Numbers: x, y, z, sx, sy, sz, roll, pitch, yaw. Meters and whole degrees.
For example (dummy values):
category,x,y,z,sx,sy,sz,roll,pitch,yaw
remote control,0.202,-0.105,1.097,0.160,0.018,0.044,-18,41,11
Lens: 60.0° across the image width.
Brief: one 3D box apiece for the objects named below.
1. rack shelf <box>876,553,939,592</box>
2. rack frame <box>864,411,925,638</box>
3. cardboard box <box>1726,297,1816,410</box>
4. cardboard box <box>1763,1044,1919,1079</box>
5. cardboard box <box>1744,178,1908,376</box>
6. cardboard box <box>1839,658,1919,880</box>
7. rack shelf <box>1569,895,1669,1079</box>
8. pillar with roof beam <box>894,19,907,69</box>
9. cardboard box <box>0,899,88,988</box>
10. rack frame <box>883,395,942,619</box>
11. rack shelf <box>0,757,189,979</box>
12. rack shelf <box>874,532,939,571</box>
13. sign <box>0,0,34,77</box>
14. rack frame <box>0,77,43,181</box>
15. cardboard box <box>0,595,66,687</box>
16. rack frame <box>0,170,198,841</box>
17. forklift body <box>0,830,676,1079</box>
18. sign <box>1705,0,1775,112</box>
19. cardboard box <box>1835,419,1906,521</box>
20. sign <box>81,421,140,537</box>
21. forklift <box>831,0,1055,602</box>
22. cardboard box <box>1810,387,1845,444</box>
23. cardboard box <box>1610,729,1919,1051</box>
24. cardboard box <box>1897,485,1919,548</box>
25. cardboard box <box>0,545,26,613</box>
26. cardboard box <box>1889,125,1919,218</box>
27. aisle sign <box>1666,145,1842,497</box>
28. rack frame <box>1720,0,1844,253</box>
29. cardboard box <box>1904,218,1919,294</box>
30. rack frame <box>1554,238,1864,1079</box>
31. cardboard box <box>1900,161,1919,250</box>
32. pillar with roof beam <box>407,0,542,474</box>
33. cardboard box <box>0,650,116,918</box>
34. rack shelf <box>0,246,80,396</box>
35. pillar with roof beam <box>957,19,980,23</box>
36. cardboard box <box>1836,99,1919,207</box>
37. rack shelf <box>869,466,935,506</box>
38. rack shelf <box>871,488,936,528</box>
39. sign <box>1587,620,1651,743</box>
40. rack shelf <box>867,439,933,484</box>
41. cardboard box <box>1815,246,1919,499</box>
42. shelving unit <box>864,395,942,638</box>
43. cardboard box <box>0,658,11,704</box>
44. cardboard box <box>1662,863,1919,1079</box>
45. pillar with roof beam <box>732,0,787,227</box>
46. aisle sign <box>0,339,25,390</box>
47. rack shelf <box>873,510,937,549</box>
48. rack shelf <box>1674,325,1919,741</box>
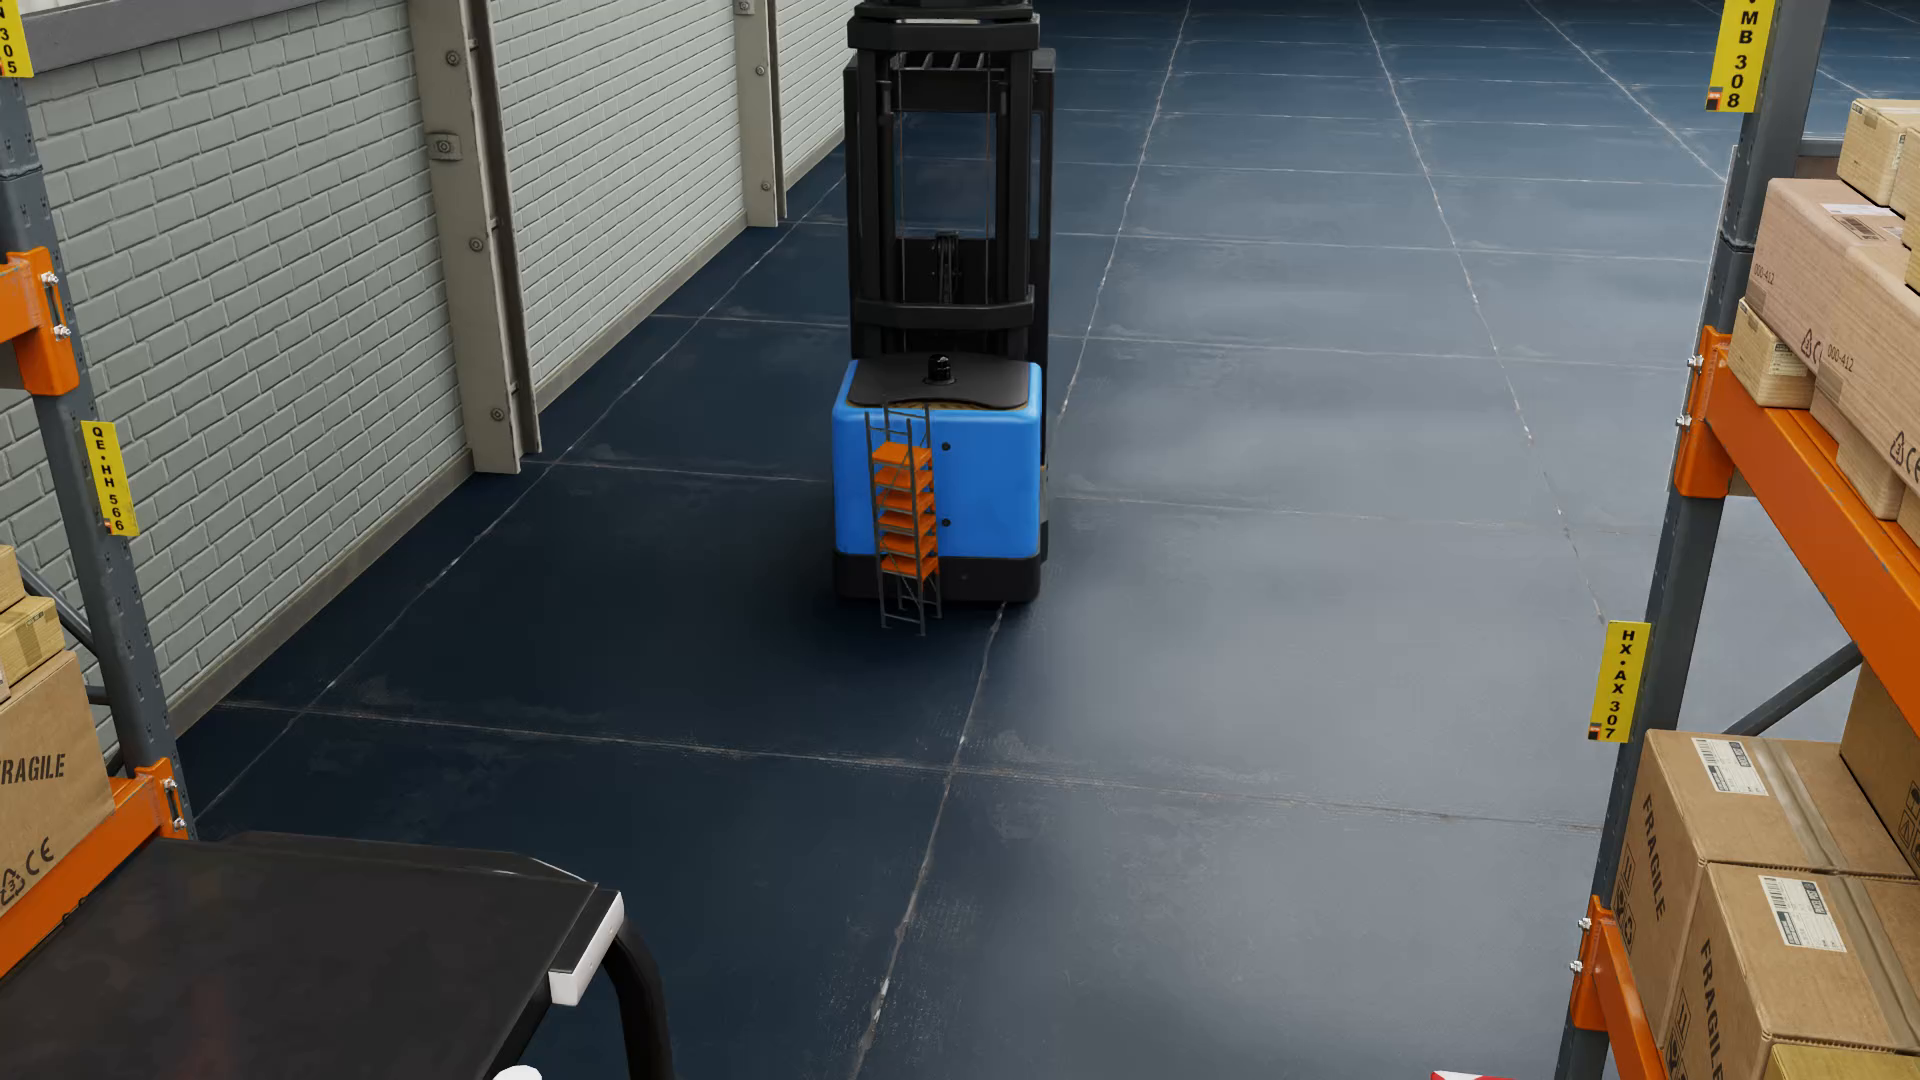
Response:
category,x,y,z,sx,sy,sz,roll,pitch,yaw
rack shelf,-0.255,0.144,8.178,0.258,0.103,0.180,12,33,23
rack frame,-0.307,-0.058,7.964,0.240,1.200,0.006,12,33,23
cardboard box,1.734,-0.359,3.236,0.380,0.149,0.250,4,25,9
cardboard box,1.594,1.199,2.682,0.500,0.500,0.500,4,25,7
cardboard box,1.764,-0.464,2.990,0.500,0.250,0.500,4,25,8
cardboard box,2.241,0.366,3.282,0.700,0.500,0.500,3,25,7
rack shelf,1.782,1.932,2.432,1.077,0.370,4.000,4,25,9
pillar with roof beam,3.397,-9.291,18.484,9.100,9.000,0.400,4,25,9
cardboard box,-2.556,1.244,4.623,0.500,0.250,0.500,5,26,10
rack frame,-0.228,-0.144,8.105,0.240,1.200,0.006,12,33,23
rack shelf,-3.116,1.590,3.164,1.077,0.370,4.000,4,25,9
rack shelf,-0.260,0.040,8.118,0.258,0.103,0.180,12,33,23
sign,-2.256,-1.253,3.899,0.100,0.325,0.005,4,25,9
rack frame,-2.789,-2.290,3.527,1.000,3.000,0.127,4,25,9
cardboard box,-2.569,0.253,4.288,0.380,0.149,0.250,4,25,9
rack frame,-2.789,0.428,4.798,1.000,3.000,0.127,4,25,9
forklift body,-1.299,1.731,3.014,2.313,2.155,1.214,4,25,9
sign,1.573,-1.022,3.326,0.100,0.325,0.005,4,25,9
cardboard box,1.703,-0.134,2.756,0.380,0.149,0.250,5,25,10
sign,-2.256,-0.161,4.410,0.100,0.325,0.005,4,25,9
forklift,-0.044,-1.600,9.211,1.130,2.935,3.031,1,25,3
cardboard box,1.780,-0.243,2.988,0.380,0.149,0.250,3,25,7
cardboard box,1.758,0.769,3.601,0.500,0.500,0.500,4,25,8
cardboard box,1.686,-0.029,2.532,0.380,0.149,0.250,4,25,8
cardboard box,-2.639,0.118,4.225,0.380,0.149,0.250,4,25,9
cardboard box,1.824,-0.595,2.800,0.380,0.149,0.250,4,25,8
aisle sign,1.813,-0.455,3.617,0.394,0.787,0.004,4,25,9
rack frame,2.109,-1.947,2.795,1.000,3.000,0.127,4,25,9
cardboard box,1.608,-0.395,2.373,0.380,0.149,0.250,4,25,8
rack frame,2.109,0.770,4.067,1.000,3.000,0.127,4,25,9
cardboard box,1.722,-0.495,2.586,0.380,0.149,0.250,4,25,8
pillar with roof beam,1.436,-4.272,7.762,9.100,9.000,0.400,4,25,9
cardboard box,-2.610,0.606,4.299,0.500,0.500,0.500,3,25,7
rack shelf,-3.116,0.231,2.528,1.077,0.370,4.000,4,25,9
pillar with roof beam,4.378,-11.800,23.845,9.100,9.000,0.400,4,25,9
cardboard box,1.849,-0.702,3.028,0.380,0.149,0.250,4,25,8
rack shelf,-0.276,-0.270,7.936,0.258,0.103,0.180,12,33,23
rack shelf,-0.271,-0.166,7.997,0.258,0.103,0.180,12,33,23
sign,1.573,0.340,3.964,0.100,0.325,0.005,4,25,9
rack shelf,-0.281,-0.373,7.875,0.258,0.103,0.180,12,33,23
cardboard box,1.672,-0.254,2.541,0.500,0.250,0.500,4,25,8
shelving unit,-0.267,-0.101,8.035,0.258,1.200,0.189,12,33,23
cardboard box,-2.582,0.362,4.056,0.380,0.149,0.250,4,25,9
cardboard box,1.676,0.986,3.137,0.500,0.500,0.500,5,26,10
pillar with roof beam,2.416,-6.781,13.123,9.100,9.000,0.400,4,25,9
aisle sign,-2.488,-0.757,4.262,0.394,0.787,0.004,4,25,9
rack shelf,-0.265,-0.063,8.057,0.258,0.103,0.180,12,33,23
rack shelf,1.782,0.574,1.797,1.077,0.370,4.000,4,25,9
